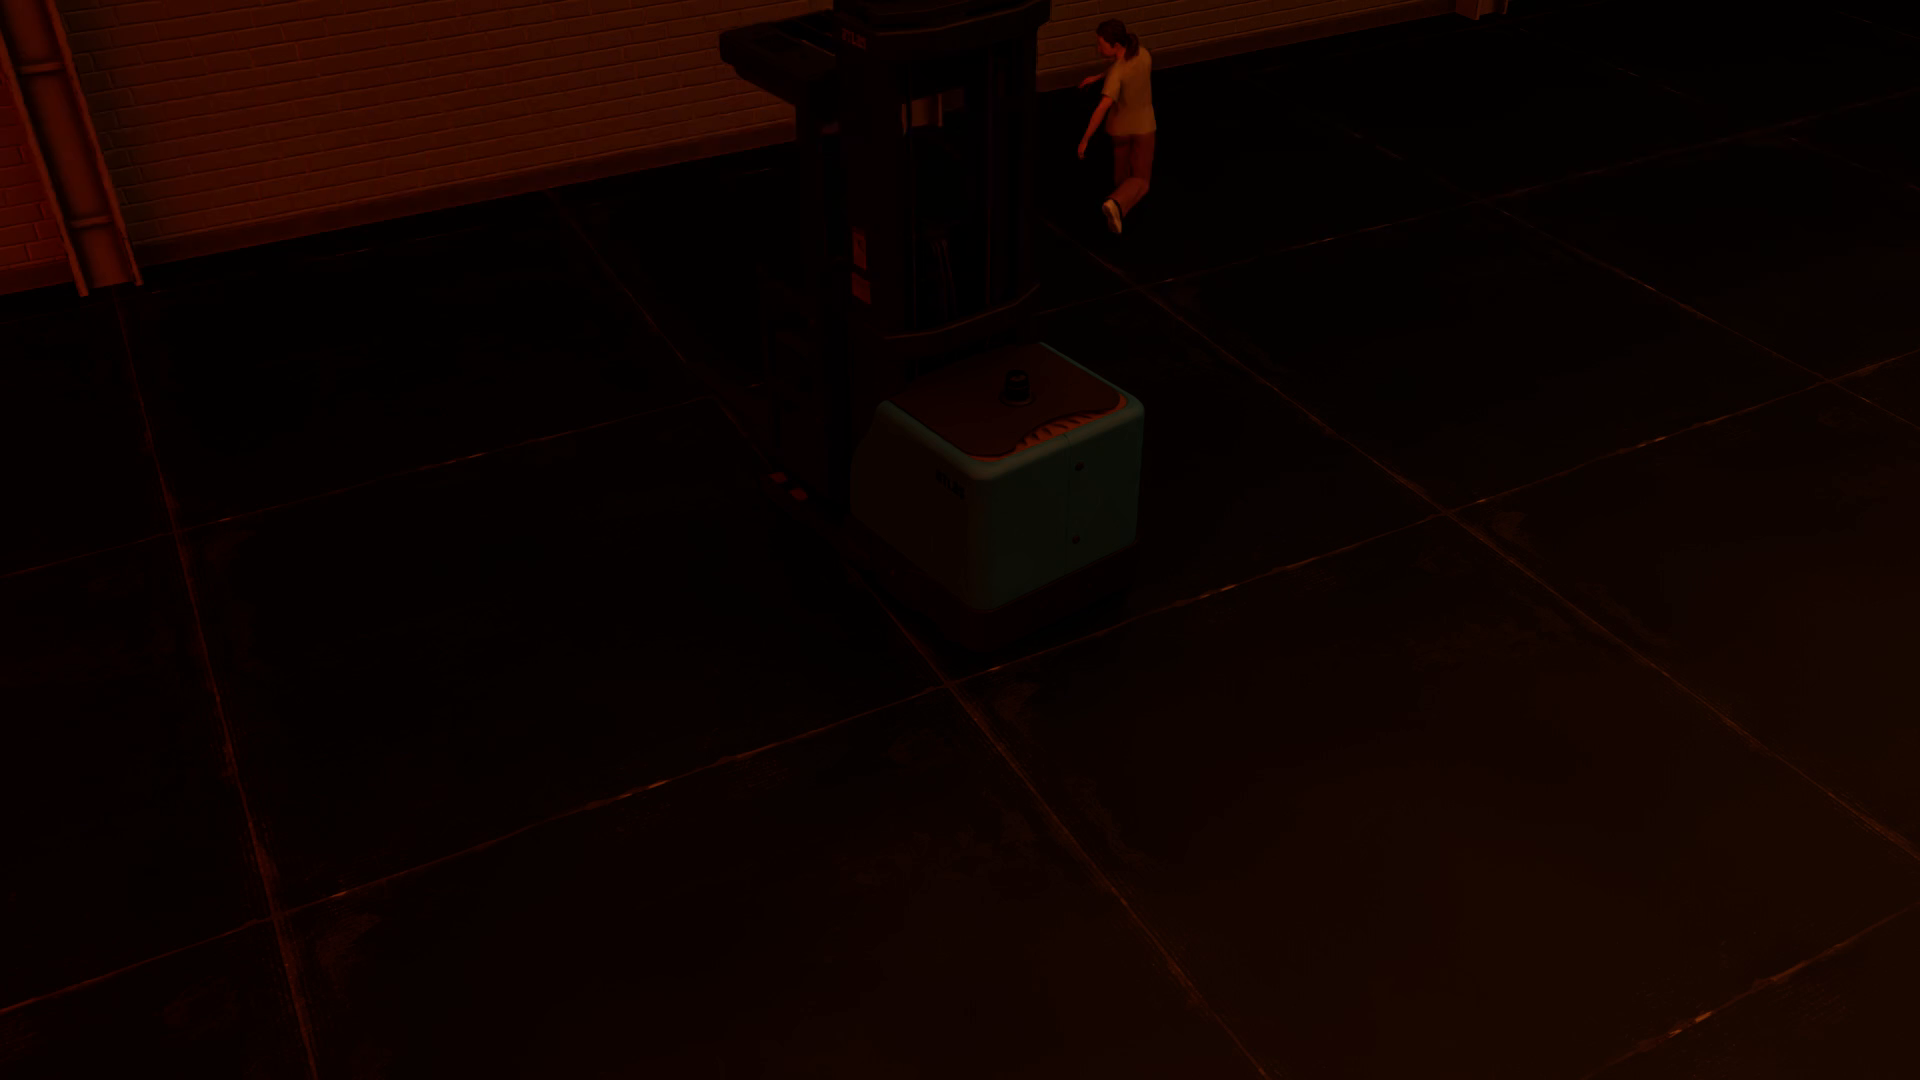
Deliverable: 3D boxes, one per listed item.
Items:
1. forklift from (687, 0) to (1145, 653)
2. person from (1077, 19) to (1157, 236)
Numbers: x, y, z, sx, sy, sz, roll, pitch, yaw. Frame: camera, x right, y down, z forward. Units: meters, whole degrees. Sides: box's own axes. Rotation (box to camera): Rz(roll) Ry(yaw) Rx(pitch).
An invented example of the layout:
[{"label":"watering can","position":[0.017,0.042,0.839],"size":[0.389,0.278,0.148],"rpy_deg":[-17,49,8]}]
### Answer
[{"label":"forklift","position":[-0.417,-1.463,8.192],"size":[1.130,2.935,3.031],"rpy_deg":[-24,42,-30]},{"label":"person","position":[1.087,-2.878,11.537],"size":[0.574,1.445,0.892],"rpy_deg":[-1,35,-1]}]
